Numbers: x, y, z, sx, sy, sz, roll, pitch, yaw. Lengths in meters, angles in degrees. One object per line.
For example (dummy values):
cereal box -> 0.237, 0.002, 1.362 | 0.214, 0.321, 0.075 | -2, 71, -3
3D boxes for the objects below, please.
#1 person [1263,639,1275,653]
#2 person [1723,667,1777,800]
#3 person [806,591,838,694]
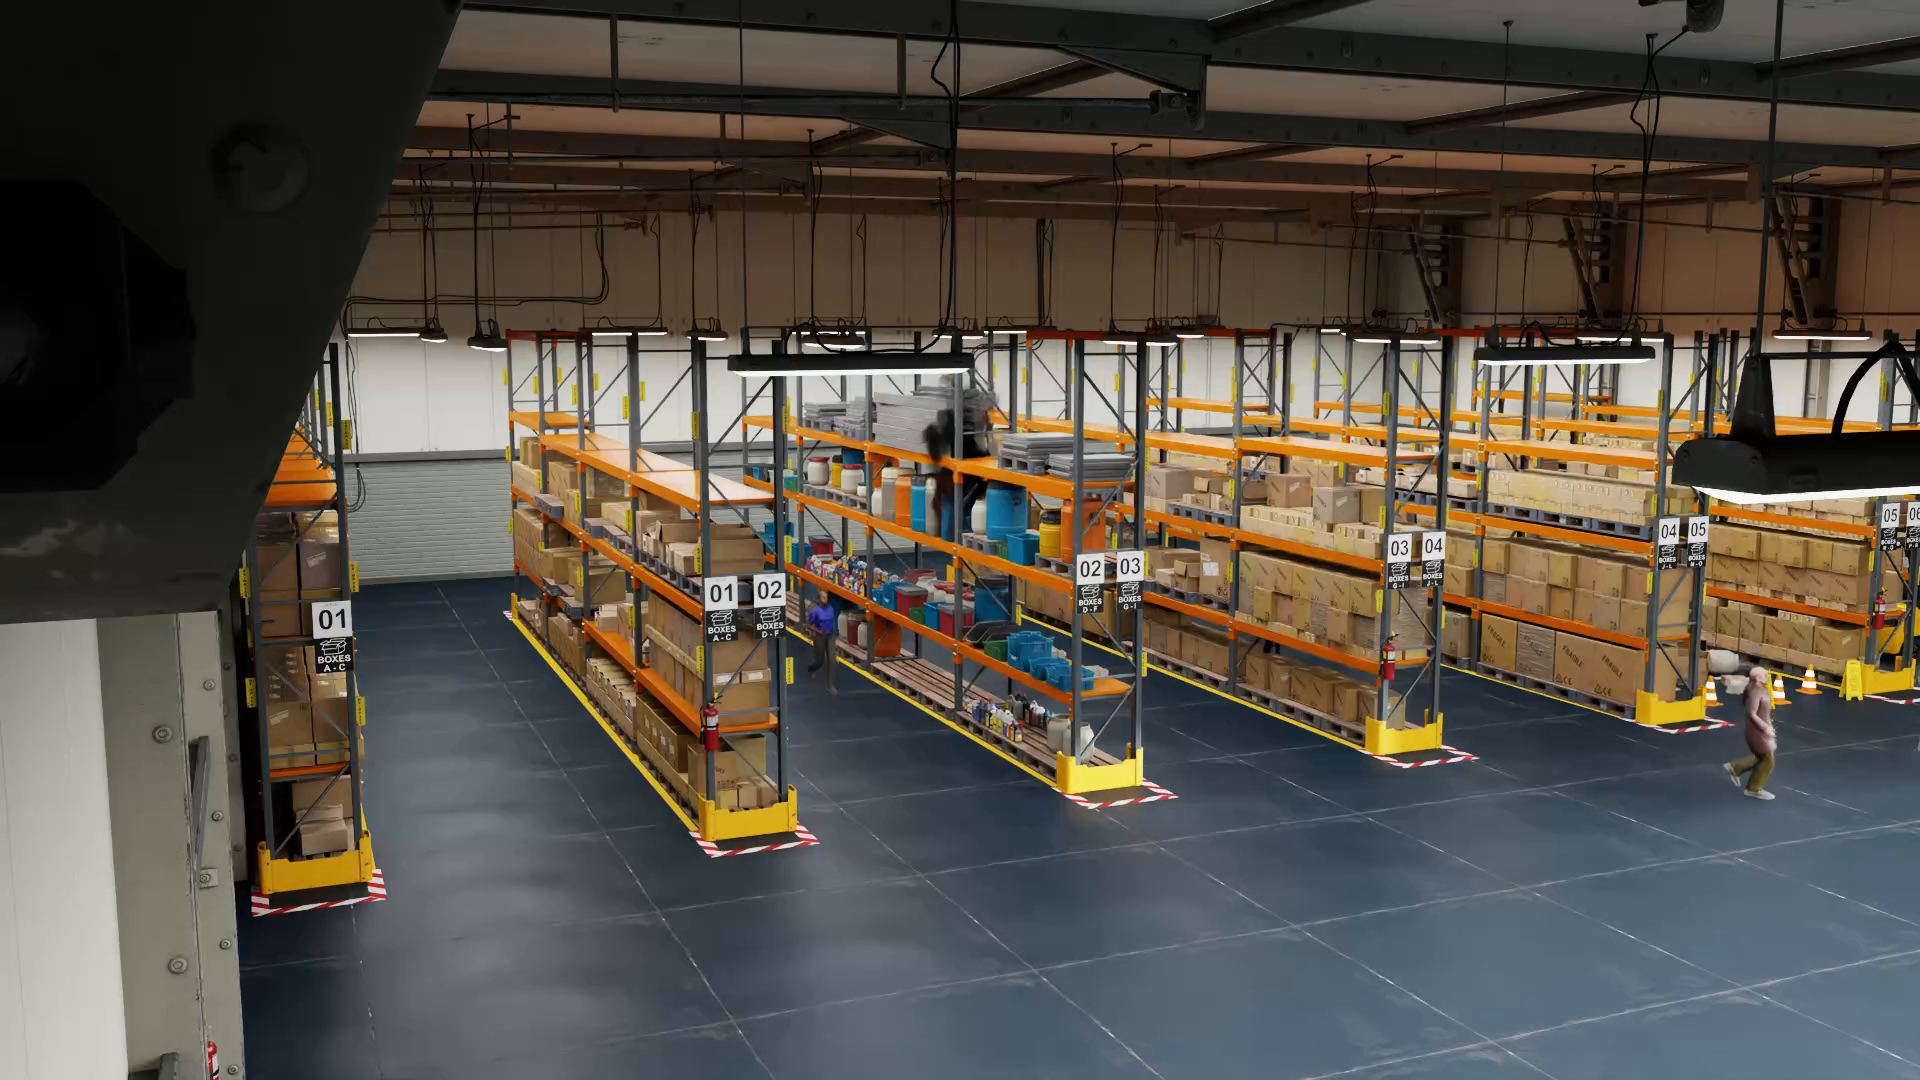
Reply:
person -> 5.882, 1.365, 30.795 | 0.631, 1.605, 0.605 | -3, 8, -23
person -> 10.398, 2.518, 21.831 | 0.639, 1.750, 0.707 | 3, 8, 20
person -> -2.235, 1.647, 27.182 | 0.579, 1.649, 0.851 | -5, 9, -33
